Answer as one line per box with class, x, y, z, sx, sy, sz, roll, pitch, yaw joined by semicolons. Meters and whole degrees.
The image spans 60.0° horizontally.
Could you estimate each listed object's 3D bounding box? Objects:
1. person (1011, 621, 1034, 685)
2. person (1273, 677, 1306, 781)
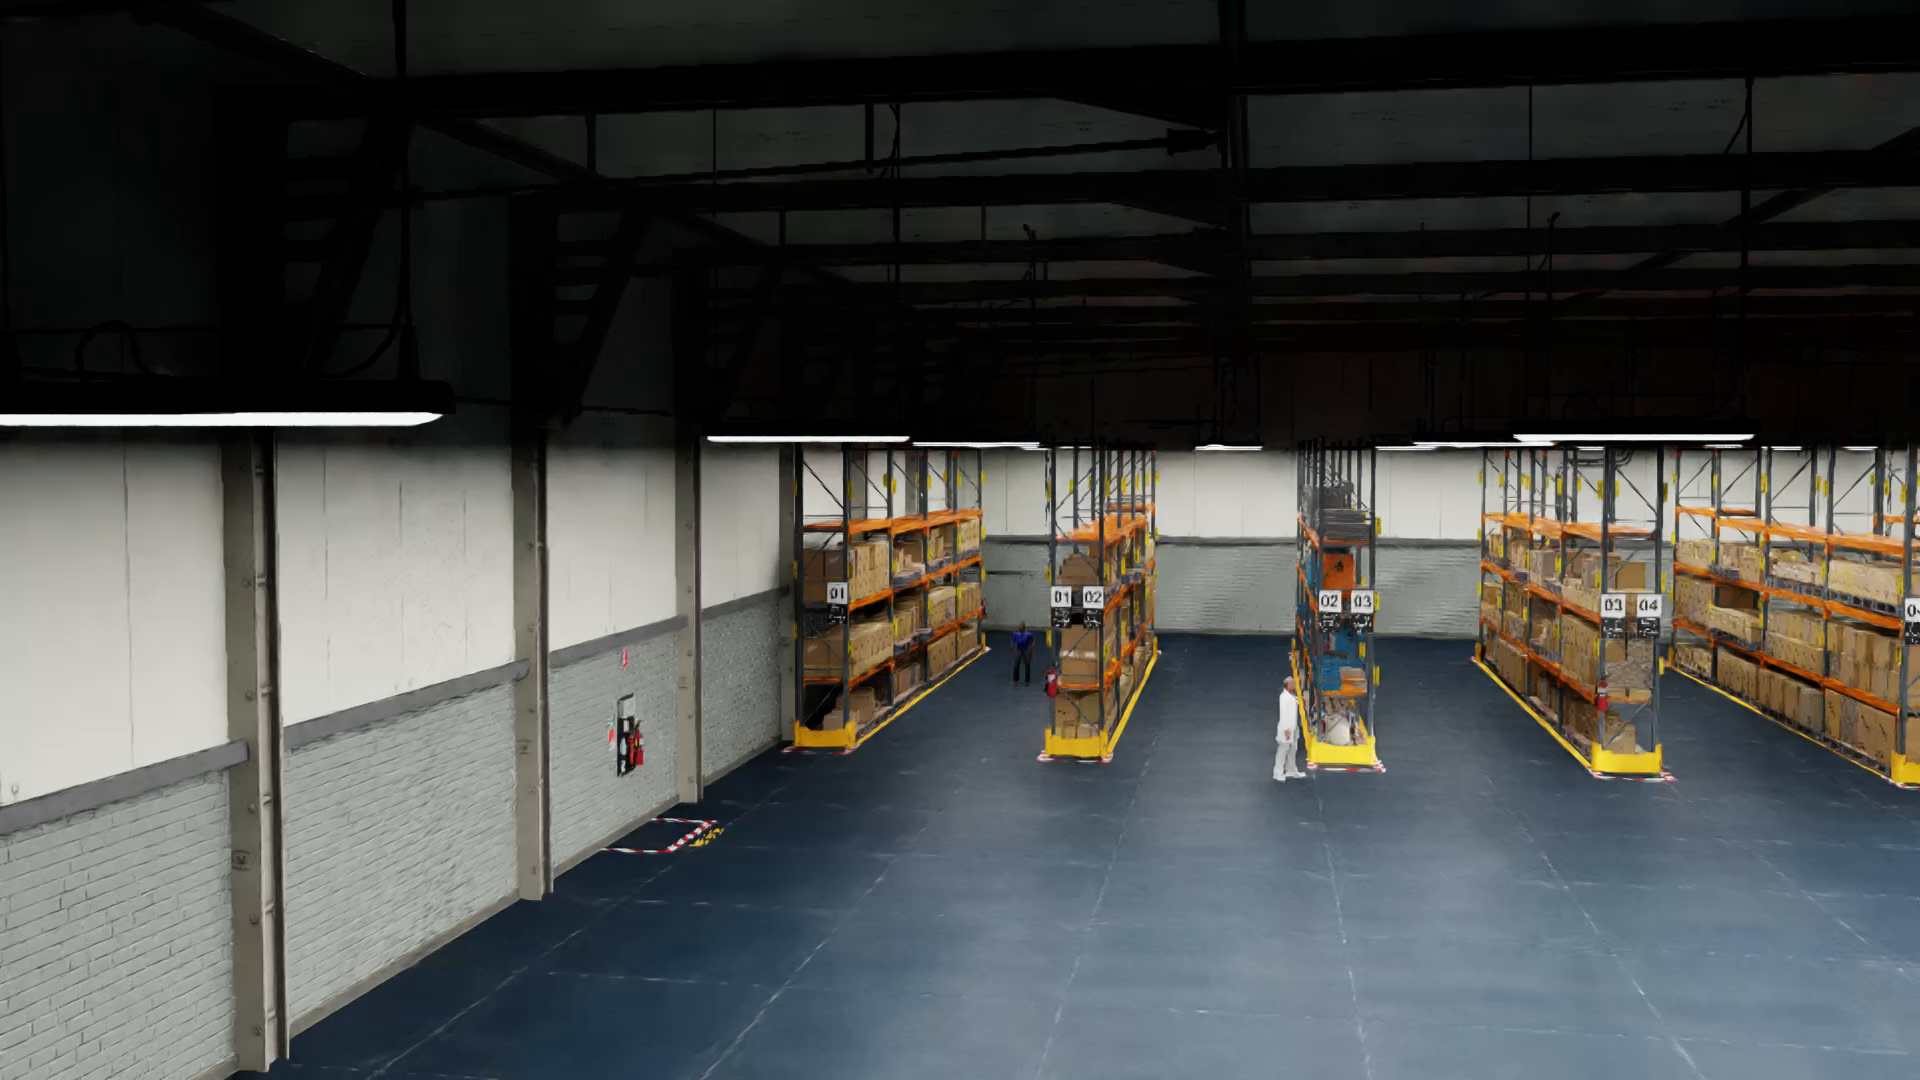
person;1.530;2.772;40.770;0.592;1.604;0.513;0;3;8
person;5.736;3.277;29.020;0.467;1.782;0.668;2;3;30
